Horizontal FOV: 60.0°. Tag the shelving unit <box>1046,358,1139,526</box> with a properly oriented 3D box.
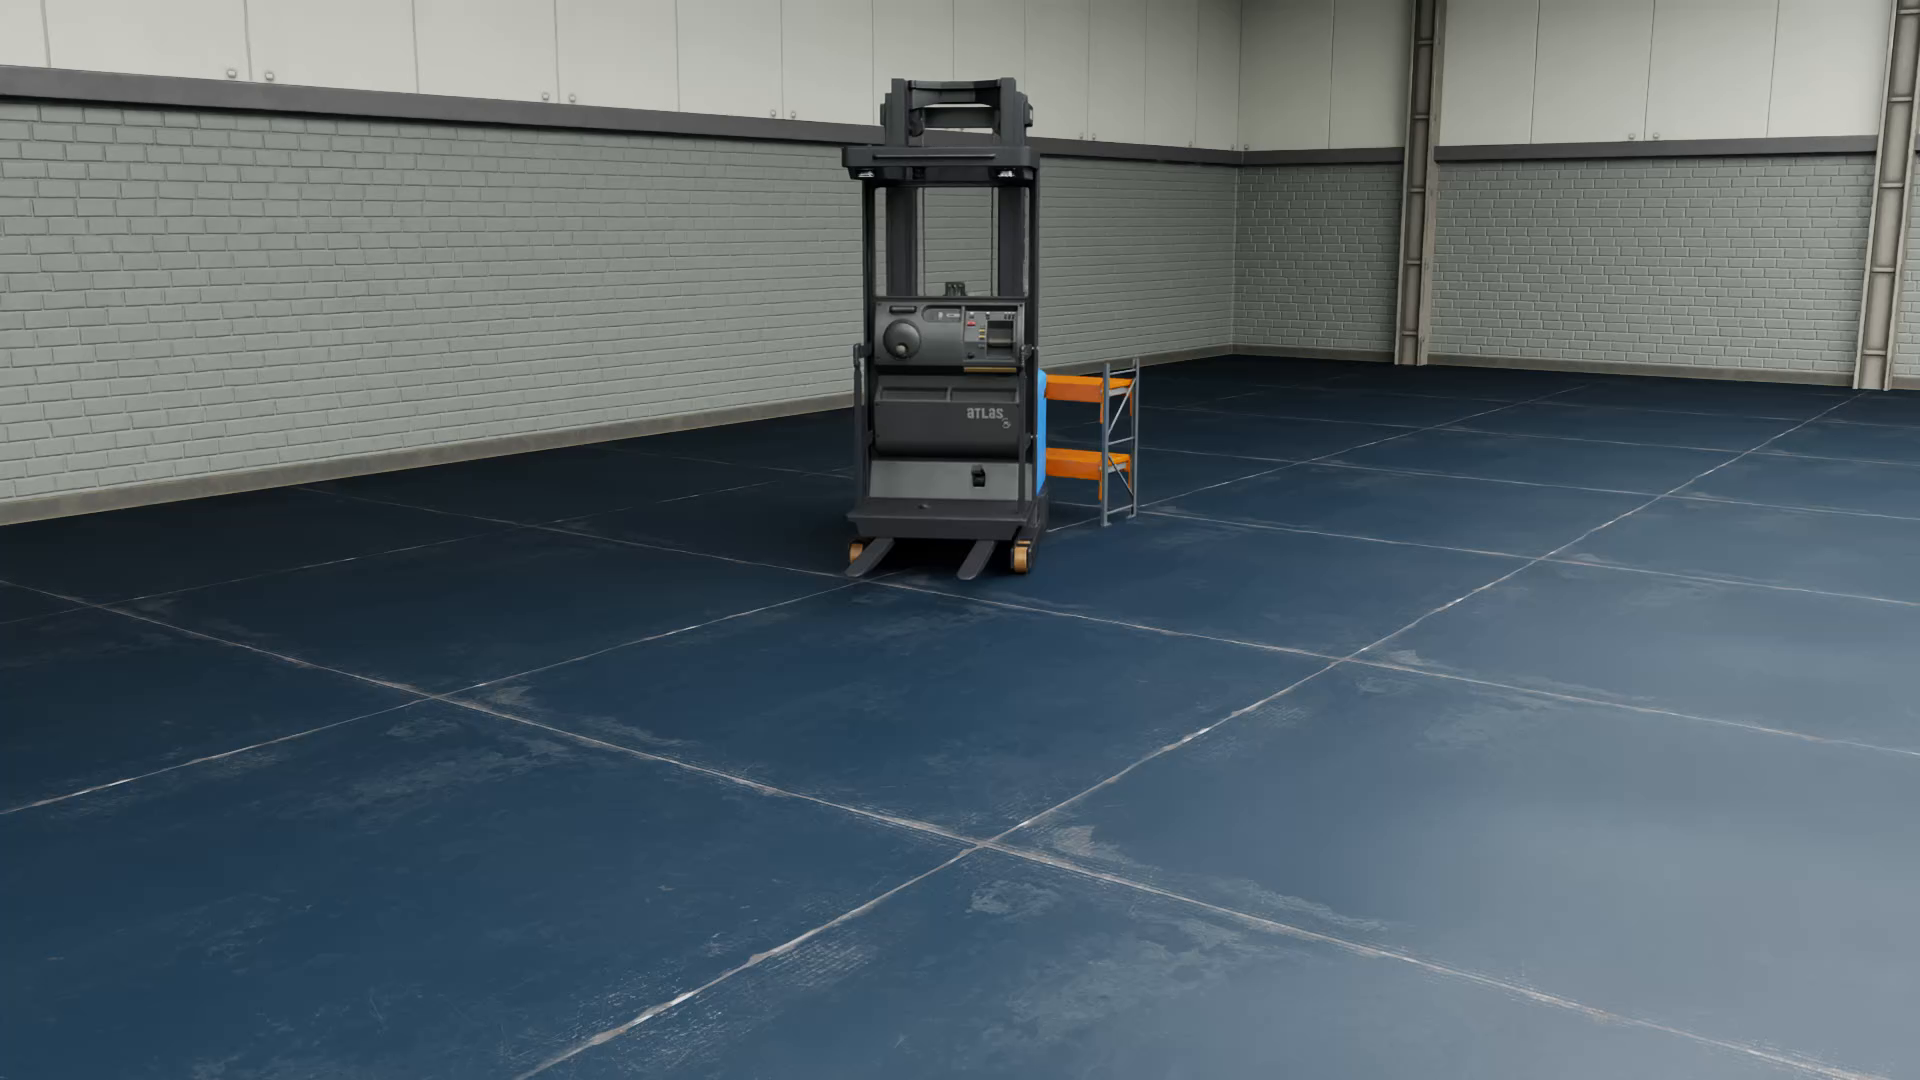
[{"bbox_3d":[0.690,-0.742,11.903,1.048,1.125,0.538,7,13,32],"label":"shelving unit"}]

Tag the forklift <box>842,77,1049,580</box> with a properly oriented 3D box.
[{"bbox_3d":[-0.088,-1.307,10.069,1.130,2.935,3.031,1,11,7],"label":"forklift"}]

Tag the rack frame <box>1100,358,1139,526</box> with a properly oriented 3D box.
[{"bbox_3d":[1.120,-0.690,11.636,0.032,1.125,0.500,7,13,32],"label":"rack frame"}]

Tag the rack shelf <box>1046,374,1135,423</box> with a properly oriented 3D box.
[{"bbox_3d":[0.690,-1.029,11.847,1.000,0.278,0.538,7,13,32],"label":"rack shelf"}]

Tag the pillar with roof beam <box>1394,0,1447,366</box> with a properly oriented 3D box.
[{"bbox_3d":[4.048,-6.332,20.069,0.400,9.000,9.100,8,13,36],"label":"pillar with roof beam"}]

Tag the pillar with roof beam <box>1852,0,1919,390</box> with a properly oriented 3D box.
[{"bbox_3d":[8.884,-5.658,16.583,0.400,9.000,9.100,8,13,36],"label":"pillar with roof beam"}]

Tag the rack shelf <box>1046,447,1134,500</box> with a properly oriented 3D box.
[{"bbox_3d":[0.690,-0.502,11.949,1.000,0.278,0.538,7,13,32],"label":"rack shelf"}]
